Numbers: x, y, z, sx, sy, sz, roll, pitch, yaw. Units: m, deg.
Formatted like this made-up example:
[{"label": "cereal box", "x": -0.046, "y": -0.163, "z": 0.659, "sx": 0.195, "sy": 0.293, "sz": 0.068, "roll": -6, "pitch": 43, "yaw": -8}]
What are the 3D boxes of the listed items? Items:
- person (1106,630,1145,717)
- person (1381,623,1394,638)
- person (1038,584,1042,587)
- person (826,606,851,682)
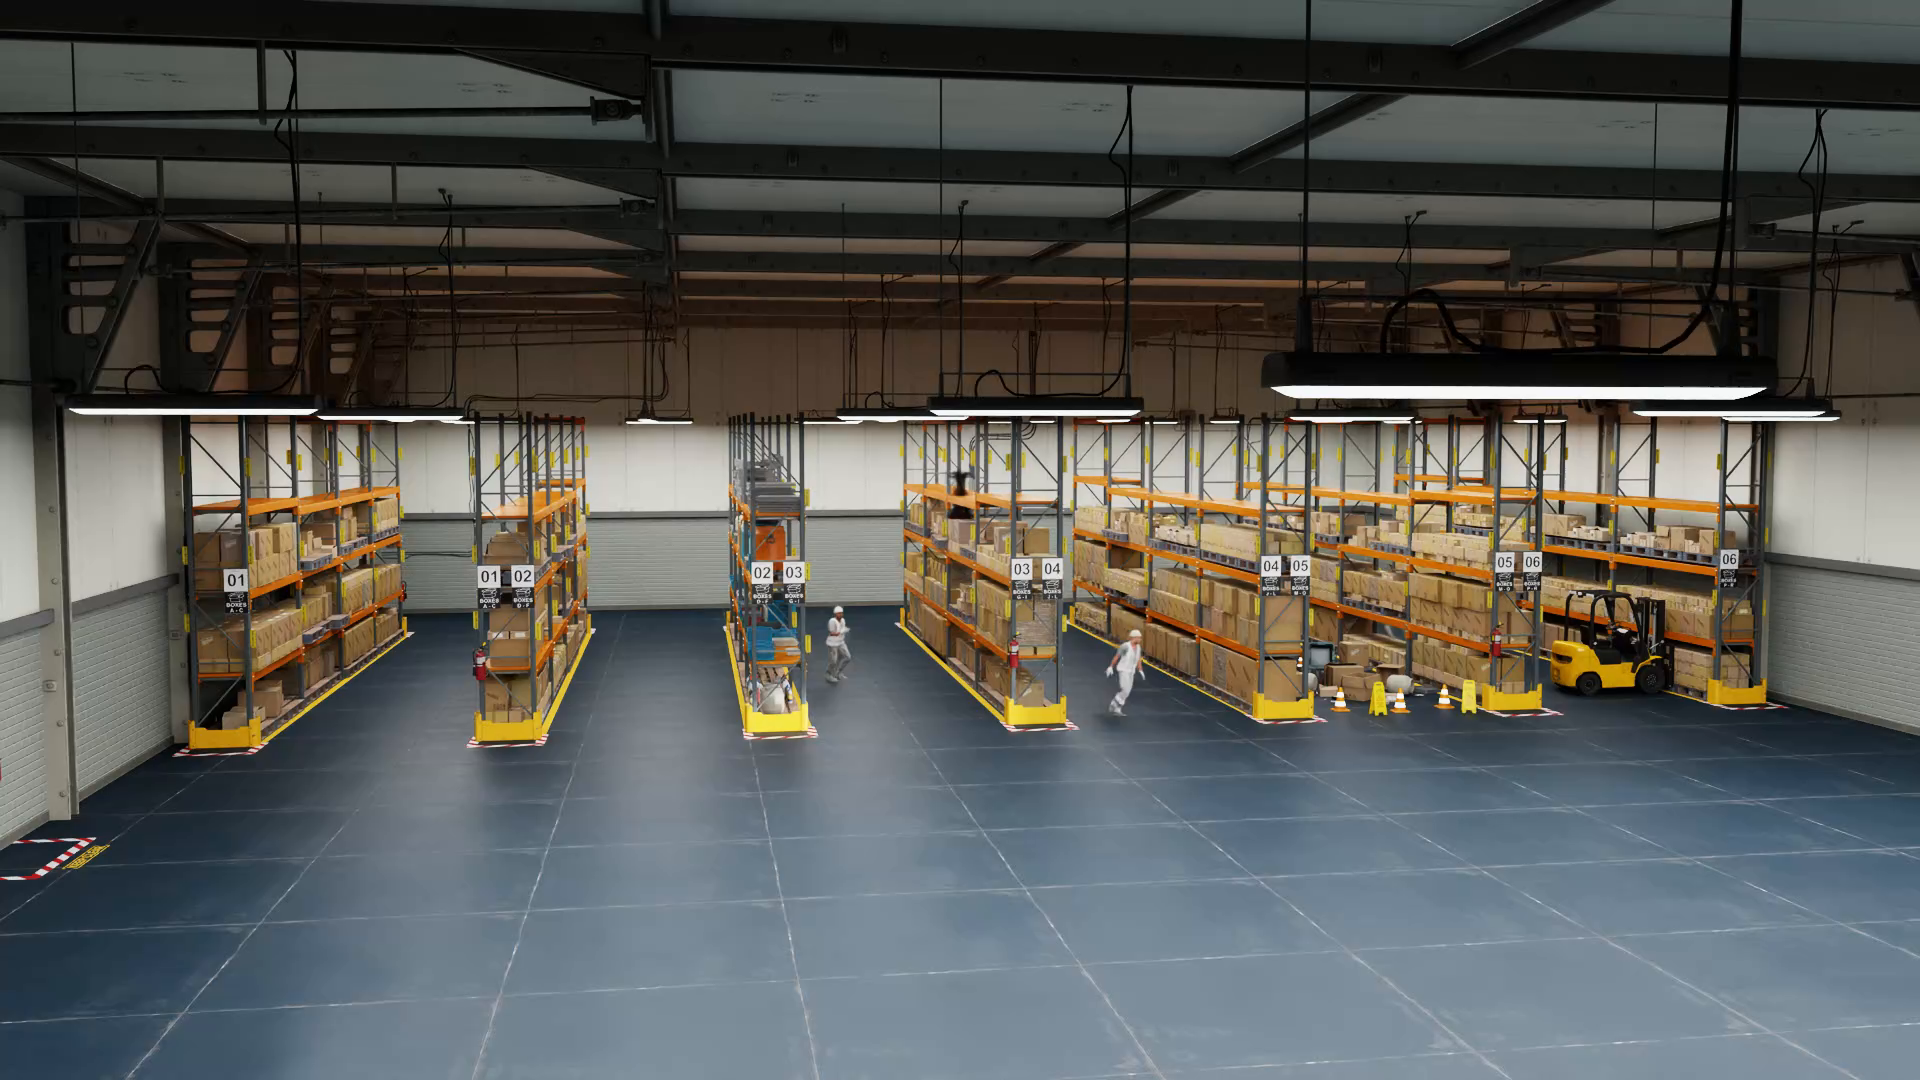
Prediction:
[{"label": "person", "x": 3.292, "y": 2.627, "z": 32.784, "sx": 0.667, "sy": 1.737, "sz": 0.611, "roll": -4, "pitch": 5, "yaw": -44}, {"label": "person", "x": 11.193, "y": 1.897, "z": 43.673, "sx": 0.645, "sy": 1.779, "sz": 0.818, "roll": -2, "pitch": 4, "yaw": -22}, {"label": "person", "x": 2.537, "y": 1.481, "z": 49.515, "sx": 0.639, "sy": 1.780, "sz": 0.676, "roll": 1, "pitch": 4, "yaw": 13}, {"label": "person", "x": -2.760, "y": 2.339, "z": 37.128, "sx": 0.880, "sy": 1.738, "sz": 0.637, "roll": 3, "pitch": 5, "yaw": 41}]
